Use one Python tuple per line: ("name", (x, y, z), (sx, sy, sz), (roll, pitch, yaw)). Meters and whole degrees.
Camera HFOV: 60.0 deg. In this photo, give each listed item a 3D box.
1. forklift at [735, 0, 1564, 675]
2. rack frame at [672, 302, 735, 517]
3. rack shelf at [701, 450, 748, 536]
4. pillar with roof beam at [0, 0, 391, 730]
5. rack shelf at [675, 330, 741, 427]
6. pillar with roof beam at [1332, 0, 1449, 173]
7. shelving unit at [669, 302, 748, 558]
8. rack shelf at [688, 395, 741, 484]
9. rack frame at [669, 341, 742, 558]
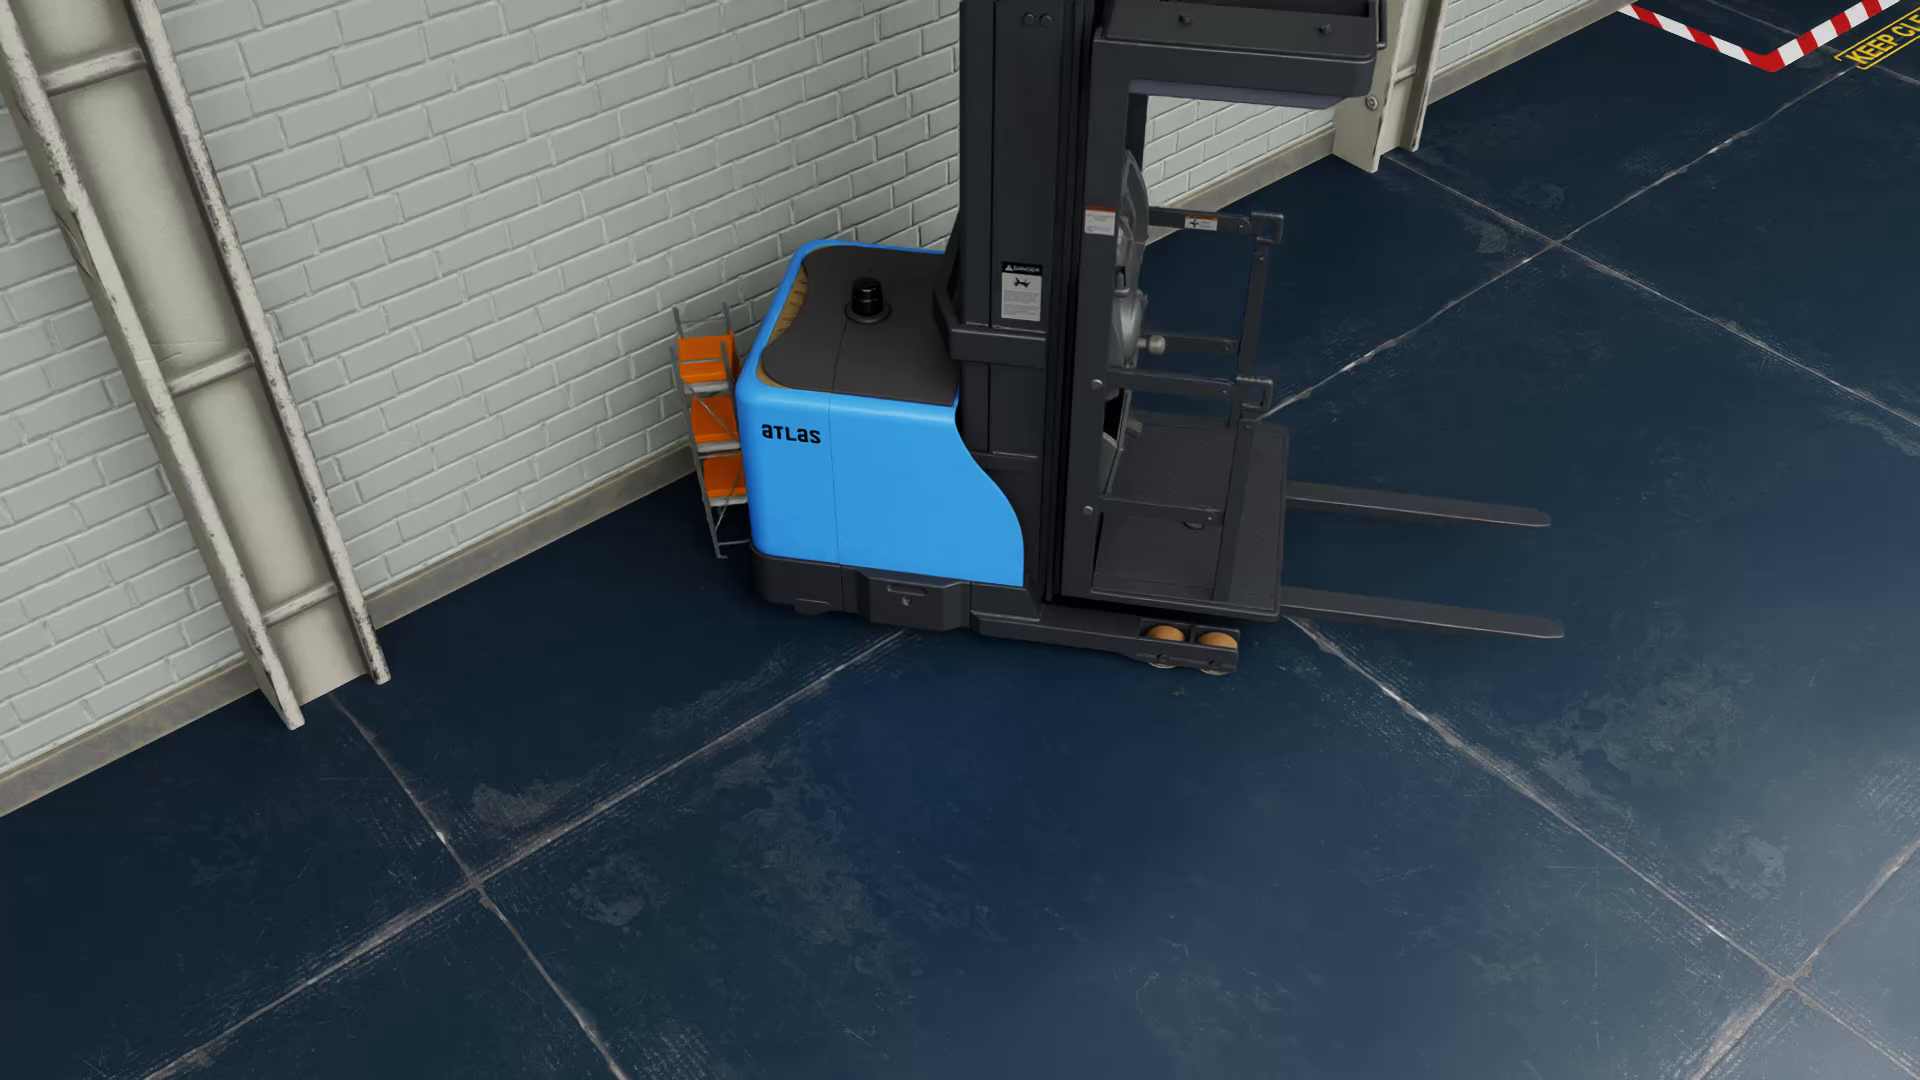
("forklift", (0.765, -0.959, 5.630), (3.031, 2.935, 1.130), (7, 44, 7))
("rack frame", (-0.928, -0.487, 6.492), (0.200, 1.050, 0.008), (-6, 43, -1))
("rack shelf", (-0.900, -0.194, 6.601), (0.215, 0.259, 0.240), (-6, 43, -1))
("pillar with roof beam", (0.394, -0.497, 0.706), (0.400, 9.000, 9.100), (-30, 51, -28))
("rack shelf", (-0.936, -0.601, 6.216), (0.215, 0.259, 0.240), (-6, 43, -1))
("pillar with roof beam", (4.996, -3.133, 3.512), (0.400, 9.000, 9.100), (-30, 51, -28))
("shelving unit", (-0.919, -0.403, 6.403), (0.215, 1.050, 0.252), (-6, 43, -1))
("rack shelf", (-0.918, -0.396, 6.410), (0.215, 0.259, 0.240), (-6, 43, -1))
("rack frame", (-0.909, -0.320, 6.314), (0.200, 1.050, 0.008), (-6, 43, -1))
